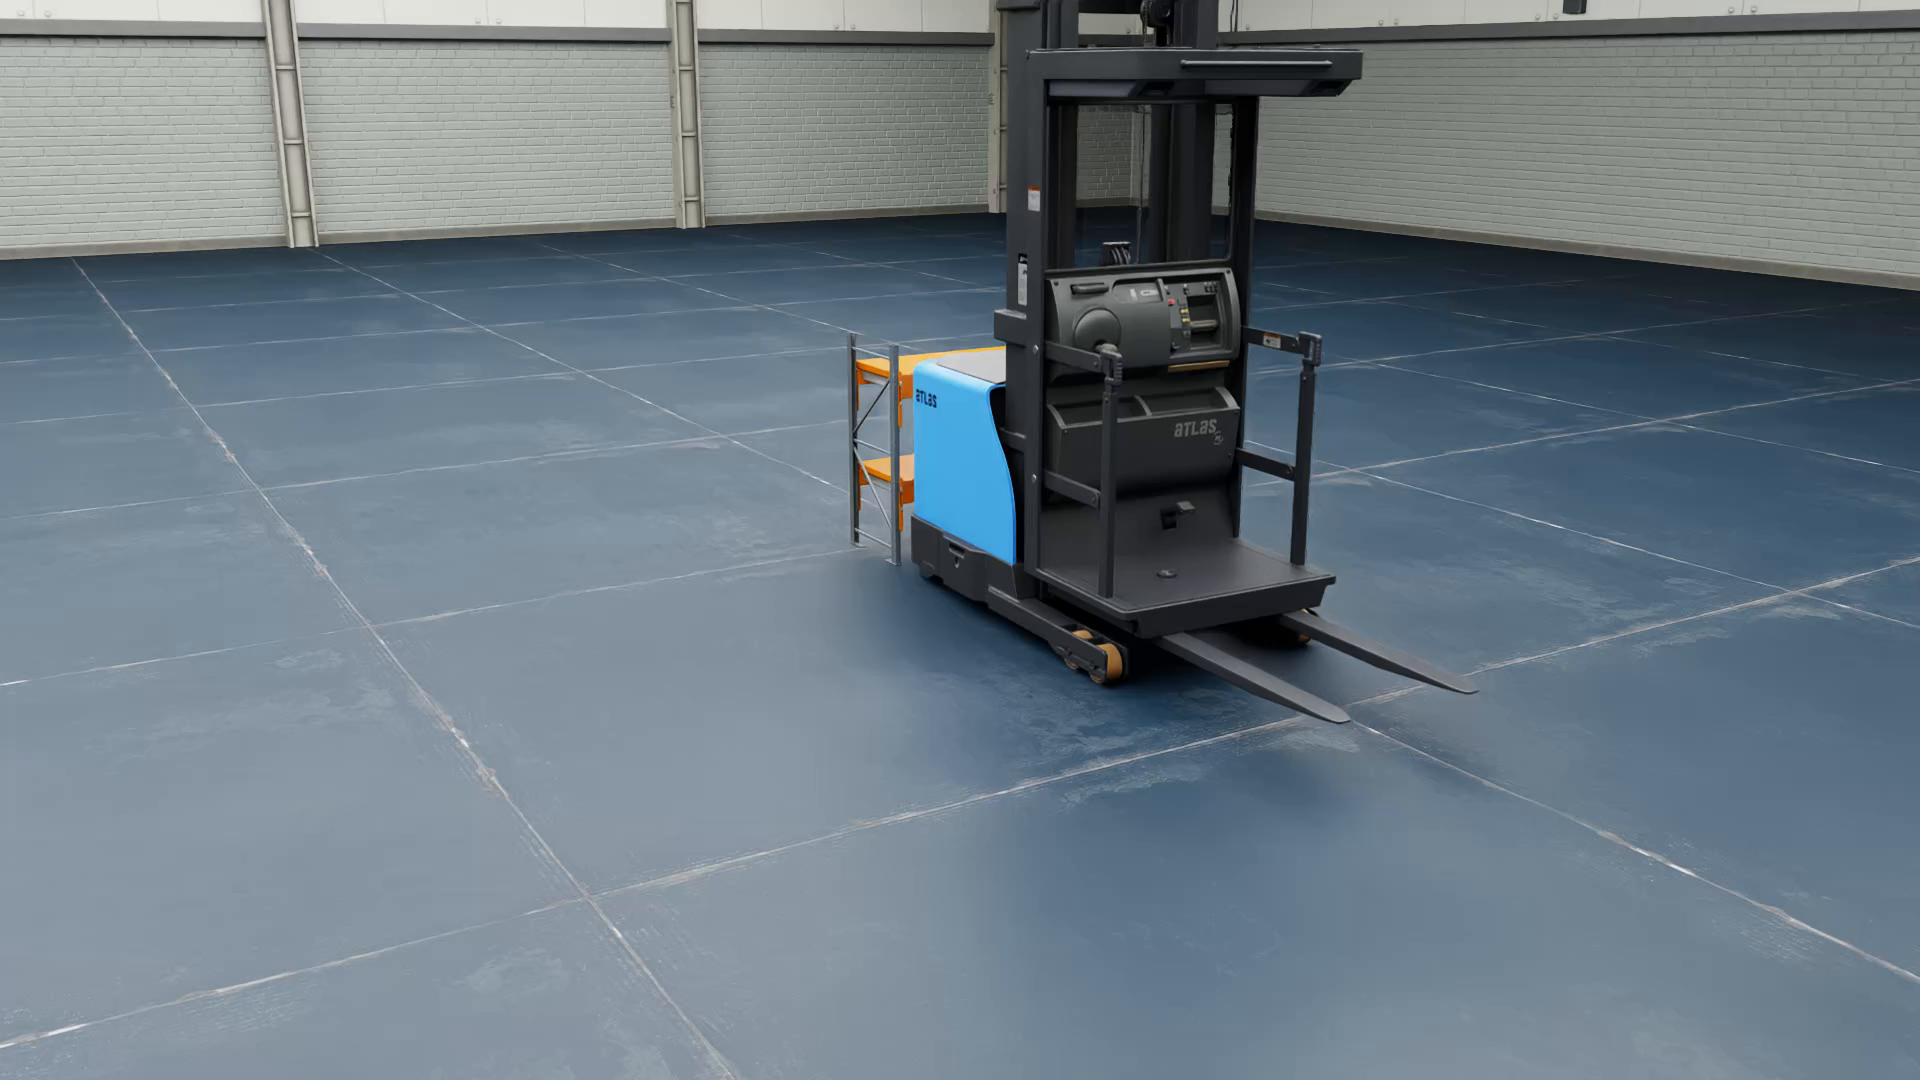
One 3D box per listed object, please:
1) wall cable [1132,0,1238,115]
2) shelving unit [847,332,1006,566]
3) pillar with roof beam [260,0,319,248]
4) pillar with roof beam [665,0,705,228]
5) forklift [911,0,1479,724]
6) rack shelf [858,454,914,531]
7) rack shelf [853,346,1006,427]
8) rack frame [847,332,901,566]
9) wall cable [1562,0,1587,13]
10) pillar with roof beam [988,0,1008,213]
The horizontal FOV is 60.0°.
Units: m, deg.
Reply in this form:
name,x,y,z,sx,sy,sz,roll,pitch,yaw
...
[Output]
name,x,y,z,sx,sy,sz,roll,pitch,yaw
wall cable,3.959,-8.874,29.647,0.112,2.526,3.097,-9,18,-30
shelving unit,-0.006,-0.541,8.755,1.048,1.125,0.538,-9,18,-30
pillar with roof beam,-7.316,-7.601,19.355,0.400,9.000,9.100,-9,18,-30
pillar with roof beam,-2.173,-8.435,22.330,0.400,9.000,9.100,-9,18,-30
forklift,0.899,-0.960,6.906,1.130,2.935,3.031,-8,18,-27
rack shelf,-0.006,-0.305,8.821,1.000,0.278,0.538,-9,18,-30
rack shelf,-0.006,-0.823,8.676,1.000,0.278,0.538,-9,18,-30
rack frame,-0.442,-0.470,8.503,0.032,1.125,0.500,-9,18,-30
wall cable,8.835,-9.808,20.926,0.169,6.003,2.305,-9,18,-30
pillar with roof beam,2.970,-9.269,25.305,0.400,9.000,9.100,-9,18,-30
